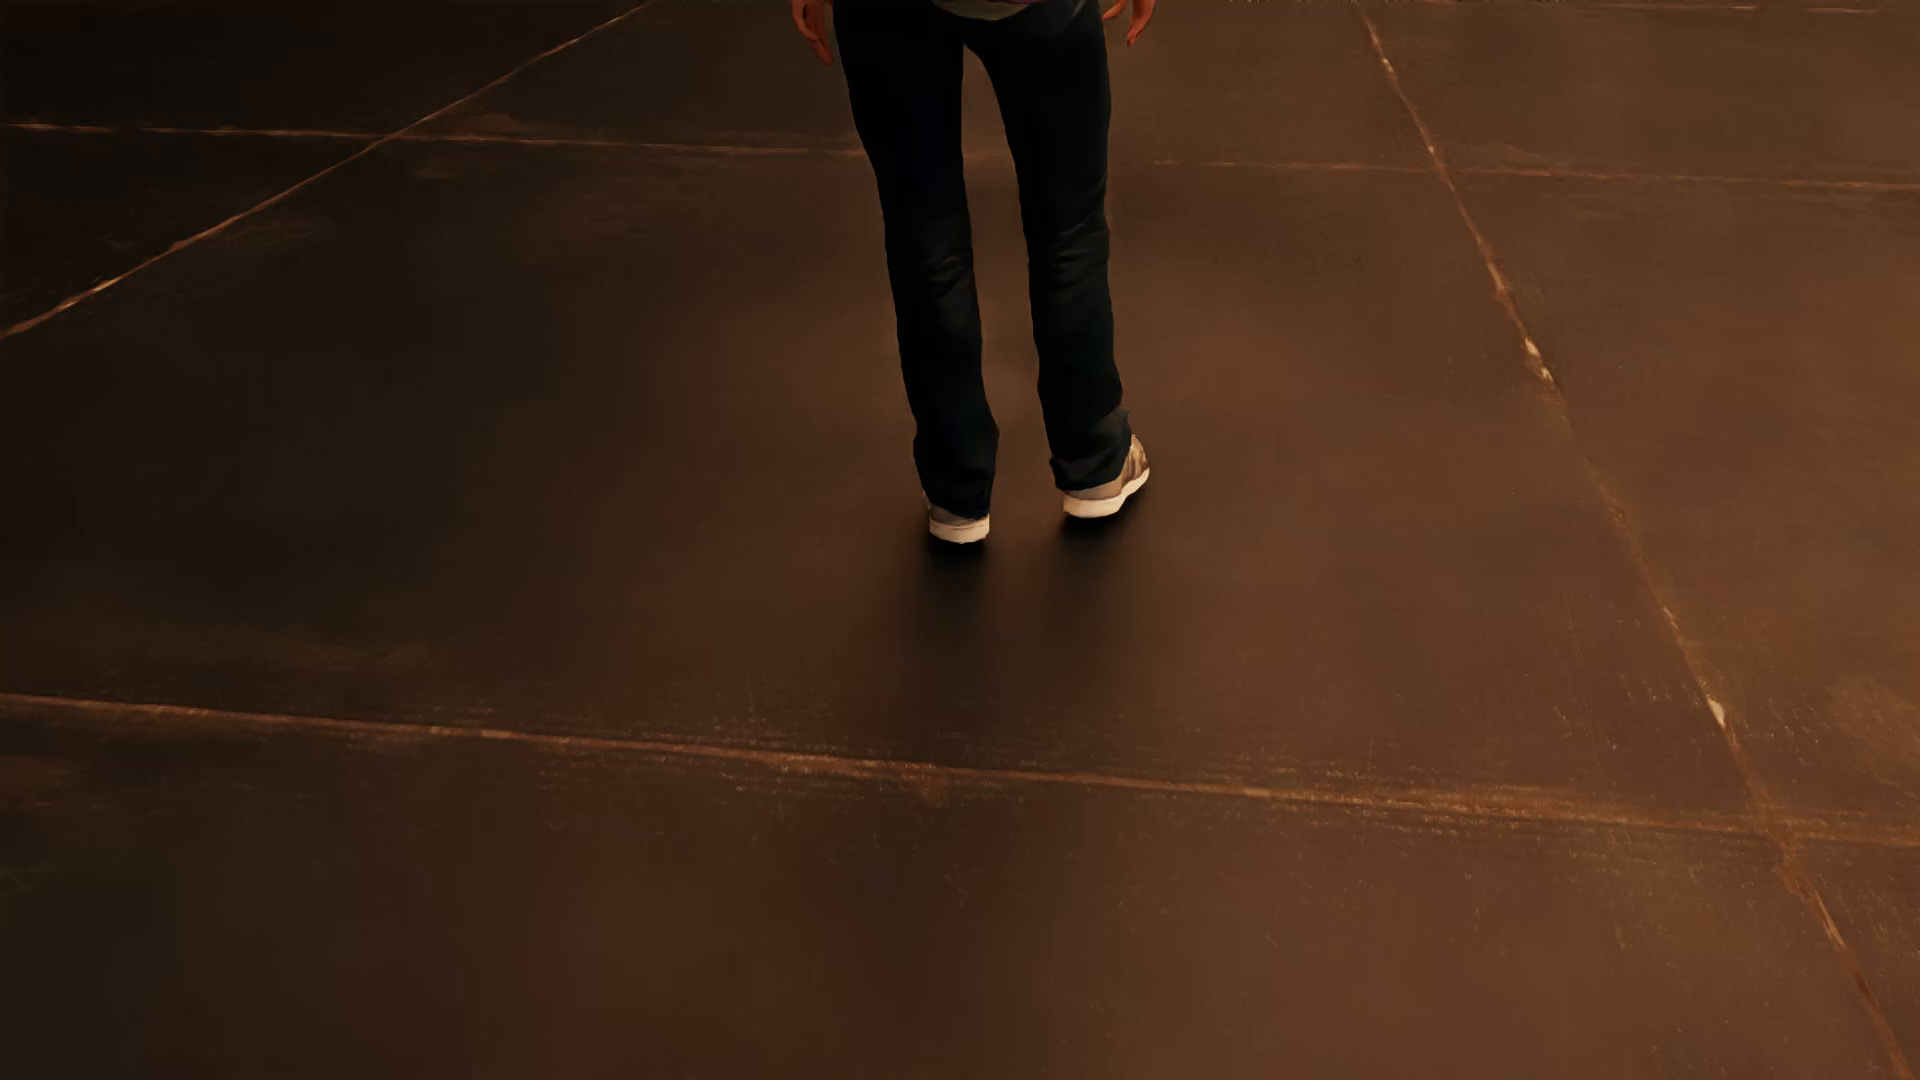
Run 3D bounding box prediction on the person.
[{"bbox_3d":[0.024,-0.753,2.205,0.520,1.597,0.474,3,27,7],"label":"person"}]
